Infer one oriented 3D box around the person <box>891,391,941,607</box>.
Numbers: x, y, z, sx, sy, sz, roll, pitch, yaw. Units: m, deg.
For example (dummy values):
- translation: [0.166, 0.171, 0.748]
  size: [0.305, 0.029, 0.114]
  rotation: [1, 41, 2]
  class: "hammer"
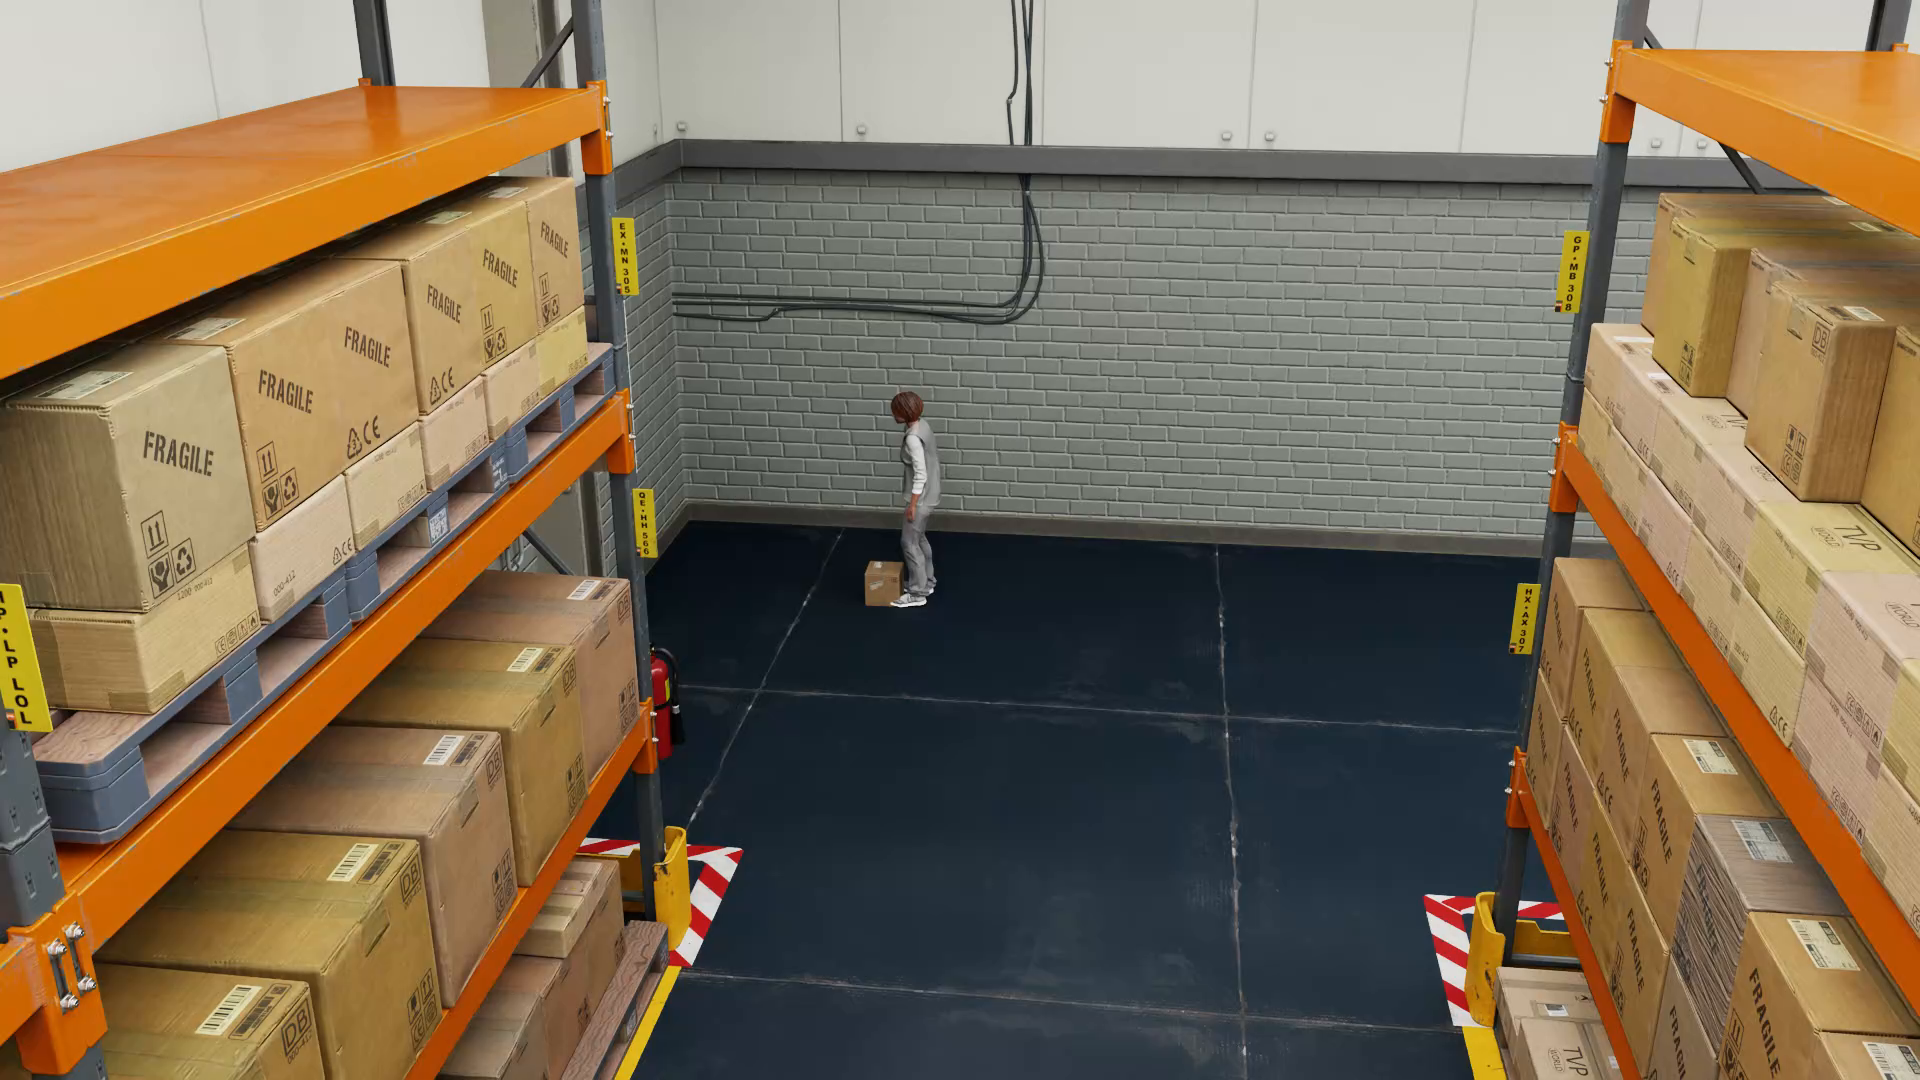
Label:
- translation: [-0.321, -0.296, 11.855]
  size: [0.378, 1.591, 0.481]
  rotation: [1, 22, 3]
  class: "person"
